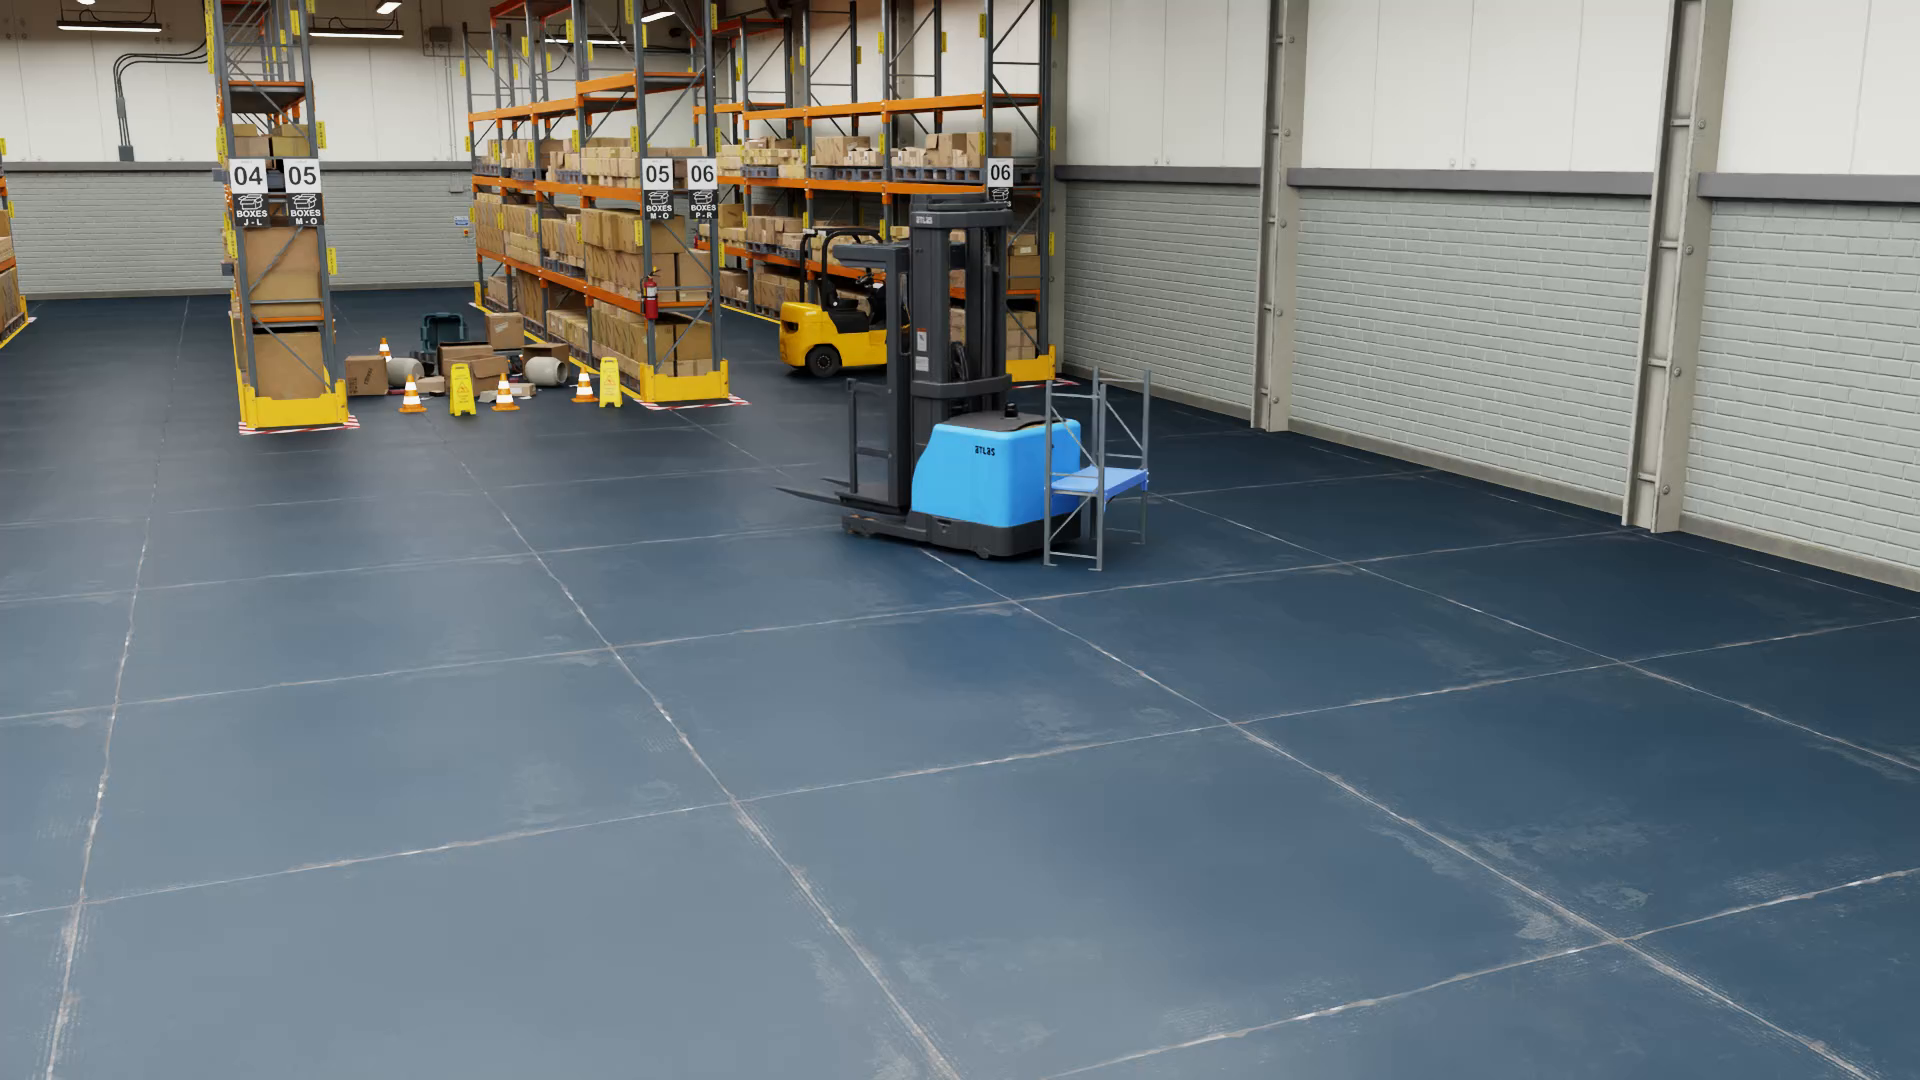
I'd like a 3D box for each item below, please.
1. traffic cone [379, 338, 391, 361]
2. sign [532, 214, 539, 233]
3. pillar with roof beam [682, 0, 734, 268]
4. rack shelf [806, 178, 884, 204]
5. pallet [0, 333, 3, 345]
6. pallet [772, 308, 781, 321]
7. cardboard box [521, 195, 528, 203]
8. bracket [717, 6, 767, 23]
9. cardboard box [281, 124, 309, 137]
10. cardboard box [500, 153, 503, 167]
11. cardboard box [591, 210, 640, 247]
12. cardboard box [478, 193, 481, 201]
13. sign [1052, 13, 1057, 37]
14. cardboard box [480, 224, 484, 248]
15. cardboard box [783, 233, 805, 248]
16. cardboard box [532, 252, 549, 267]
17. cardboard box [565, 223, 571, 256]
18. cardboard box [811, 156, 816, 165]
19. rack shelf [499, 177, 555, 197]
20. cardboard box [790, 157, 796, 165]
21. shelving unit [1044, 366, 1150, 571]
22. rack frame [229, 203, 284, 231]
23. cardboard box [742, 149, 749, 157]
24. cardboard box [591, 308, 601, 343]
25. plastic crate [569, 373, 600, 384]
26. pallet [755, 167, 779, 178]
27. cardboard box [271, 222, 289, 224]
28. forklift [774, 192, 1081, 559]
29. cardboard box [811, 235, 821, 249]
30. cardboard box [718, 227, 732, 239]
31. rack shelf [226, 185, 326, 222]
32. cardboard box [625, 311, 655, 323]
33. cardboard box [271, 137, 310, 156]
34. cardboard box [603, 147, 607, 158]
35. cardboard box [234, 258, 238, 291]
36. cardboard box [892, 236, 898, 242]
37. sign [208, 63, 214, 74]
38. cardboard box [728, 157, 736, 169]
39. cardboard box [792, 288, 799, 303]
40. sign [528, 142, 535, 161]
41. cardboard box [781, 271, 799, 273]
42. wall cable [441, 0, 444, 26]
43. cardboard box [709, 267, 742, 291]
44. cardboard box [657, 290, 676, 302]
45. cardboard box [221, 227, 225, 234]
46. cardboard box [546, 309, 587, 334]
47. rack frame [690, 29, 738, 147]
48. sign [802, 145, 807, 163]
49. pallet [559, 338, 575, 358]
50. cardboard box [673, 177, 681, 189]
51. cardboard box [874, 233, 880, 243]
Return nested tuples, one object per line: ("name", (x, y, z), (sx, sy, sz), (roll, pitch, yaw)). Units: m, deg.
("traffic cone", (-8.977, -2.917, 25.947), (0.336, 0.463, 0.334), (-6, 14, -23))
("sign", (-7.438, -5.547, 29.117), (0.100, 0.325, 0.005), (-6, 14, -23))
("pillar with roof beam", (-9.787, -10.308, 38.951), (9.100, 9.000, 0.548), (-6, 14, -23))
("rack shelf", (-1.583, -6.181, 29.365), (1.077, 0.370, 4.000), (-6, 14, -23))
("pallet", (-17.235, -3.454, 28.825), (1.003, 0.211, 1.213), (-6, 14, -23))
("pallet", (-3.133, -4.534, 33.490), (1.003, 0.211, 1.213), (-6, 14, -23))
("cardboard box", (-8.680, -6.901, 33.658), (0.380, 0.149, 0.250), (-6, 14, -24))
("bracket", (-4.963, -11.797, 37.401), (0.076, 0.066, 4.783), (-6, 14, -23))
("cardboard box", (-8.063, -4.991, 20.267), (0.380, 0.149, 0.250), (-5, 14, -22))
("cardboard box", (-8.653, -7.326, 32.084), (0.396, 0.266, 0.258), (-6, 14, -23))
("cardboard box", (-4.989, -4.564, 24.338), (0.700, 0.500, 0.500), (-6, 14, -24))
("cardboard box", (-10.077, -7.328, 35.503), (0.380, 0.149, 0.250), (-5, 14, -21))
("sign", (1.332, -7.334, 23.677), (0.100, 0.325, 0.005), (-6, 14, -23))
("cardboard box", (-9.978, -6.508, 35.616), (0.500, 0.500, 0.500), (-6, 14, -24))
("cardboard box", (-3.103, -5.803, 32.192), (0.500, 0.250, 0.500), (-6, 14, -26))
("cardboard box", (-7.371, -5.042, 29.834), (0.500, 0.250, 0.500), (-6, 14, -25))
("cardboard box", (-6.124, -4.890, 27.032), (0.500, 0.500, 0.500), (-5, 14, -21))
("cardboard box", (-2.522, -6.984, 30.607), (0.380, 0.166, 0.250), (-6, 14, -23))
("rack shelf", (-7.731, -6.558, 30.995), (1.077, 0.370, 4.000), (-6, 14, -23))
("cardboard box", (-3.054, -7.276, 31.952), (0.380, 0.149, 0.250), (-6, 14, -23))
("shelving unit", (1.135, -0.610, 13.680), (0.538, 1.500, 1.048), (6, 14, 25))
("rack frame", (-11.425, -4.566, 27.445), (1.000, 3.000, 0.127), (-6, 14, -23))
("cardboard box", (-4.268, -7.945, 34.138), (0.380, 0.149, 0.250), (-5, 14, -21))
("cardboard box", (-5.339, -3.291, 25.442), (0.500, 0.500, 0.500), (-5, 14, -20))
("plastic crate", (-5.450, -2.387, 24.504), (0.402, 0.080, 0.583), (-12, 18, -42))
("pallet", (-3.371, -7.324, 33.127), (1.213, 0.211, 1.003), (-6, 14, -23))
("cardboard box", (-8.739, -3.826, 21.519), (0.875, 0.550, 0.550), (-6, 14, -23))
("forklift", (-0.399, -1.532, 14.490), (3.031, 2.935, 1.130), (12, 17, 41))
("cardboard box", (-2.453, -5.537, 30.867), (0.500, 0.250, 0.500), (-6, 14, -23))
("cardboard box", (-5.021, -6.777, 36.673), (0.500, 0.250, 0.500), (-6, 14, -24))
("rack shelf", (-9.022, -4.437, 21.832), (1.077, 0.370, 4.000), (-6, 14, -23))
("cardboard box", (-4.494, -3.139, 23.345), (0.380, 0.149, 0.250), (-5, 14, -21))
("cardboard box", (-8.179, -4.822, 20.421), (0.500, 0.250, 0.500), (-6, 14, -23))
("cardboard box", (-4.929, -5.576, 23.947), (0.380, 0.149, 0.250), (-6, 14, -24))
("cardboard box", (-10.277, -3.872, 24.224), (0.500, 0.500, 0.500), (-6, 14, -23))
("cardboard box", (-0.895, -4.932, 27.365), (0.380, 0.149, 0.250), (-6, 14, -24))
("sign", (-15.127, -9.586, 33.584), (0.100, 0.325, 0.005), (-6, 14, -23))
("cardboard box", (-4.627, -8.026, 35.416), (0.500, 0.250, 0.500), (-6, 14, -25))
("cardboard box", (-2.941, -4.642, 32.386), (0.500, 0.500, 0.500), (-6, 14, -24))
("sign", (-7.442, -6.737, 28.852), (0.100, 0.325, 0.005), (-6, 14, -23))
("cardboard box", (-3.574, -5.562, 34.923), (0.380, 0.149, 0.250), (-6, 14, -25))
("wall cable", (-13.631, -13.879, 39.744), (2.355, 3.000, 0.029), (-6, 14, -23))
("cardboard box", (-5.430, -5.989, 38.200), (0.797, 0.503, 0.637), (-6, 14, -25))
("cardboard box", (-4.071, -3.316, 22.604), (0.380, 0.149, 0.250), (-5, 14, -21))
("cardboard box", (-13.291, -5.641, 30.398), (0.380, 0.149, 0.250), (-5, 14, -20))
("cardboard box", (-6.713, -3.840, 29.208), (0.950, 0.372, 0.625), (-7, 15, -27))
("rack frame", (-5.588, -10.058, 37.872), (1.000, 3.000, 0.127), (-6, 14, -23))
("sign", (-2.882, -7.148, 30.801), (0.100, 0.325, 0.005), (-6, 14, -23))
("pallet", (-6.134, -3.262, 27.996), (1.003, 0.211, 1.213), (-6, 14, -23))
("cardboard box", (-3.748, -4.864, 22.638), (0.380, 0.149, 0.250), (-6, 14, -25))
("cardboard box", (-1.242, -5.123, 28.194), (0.380, 0.149, 0.250), (-6, 14, -24))
